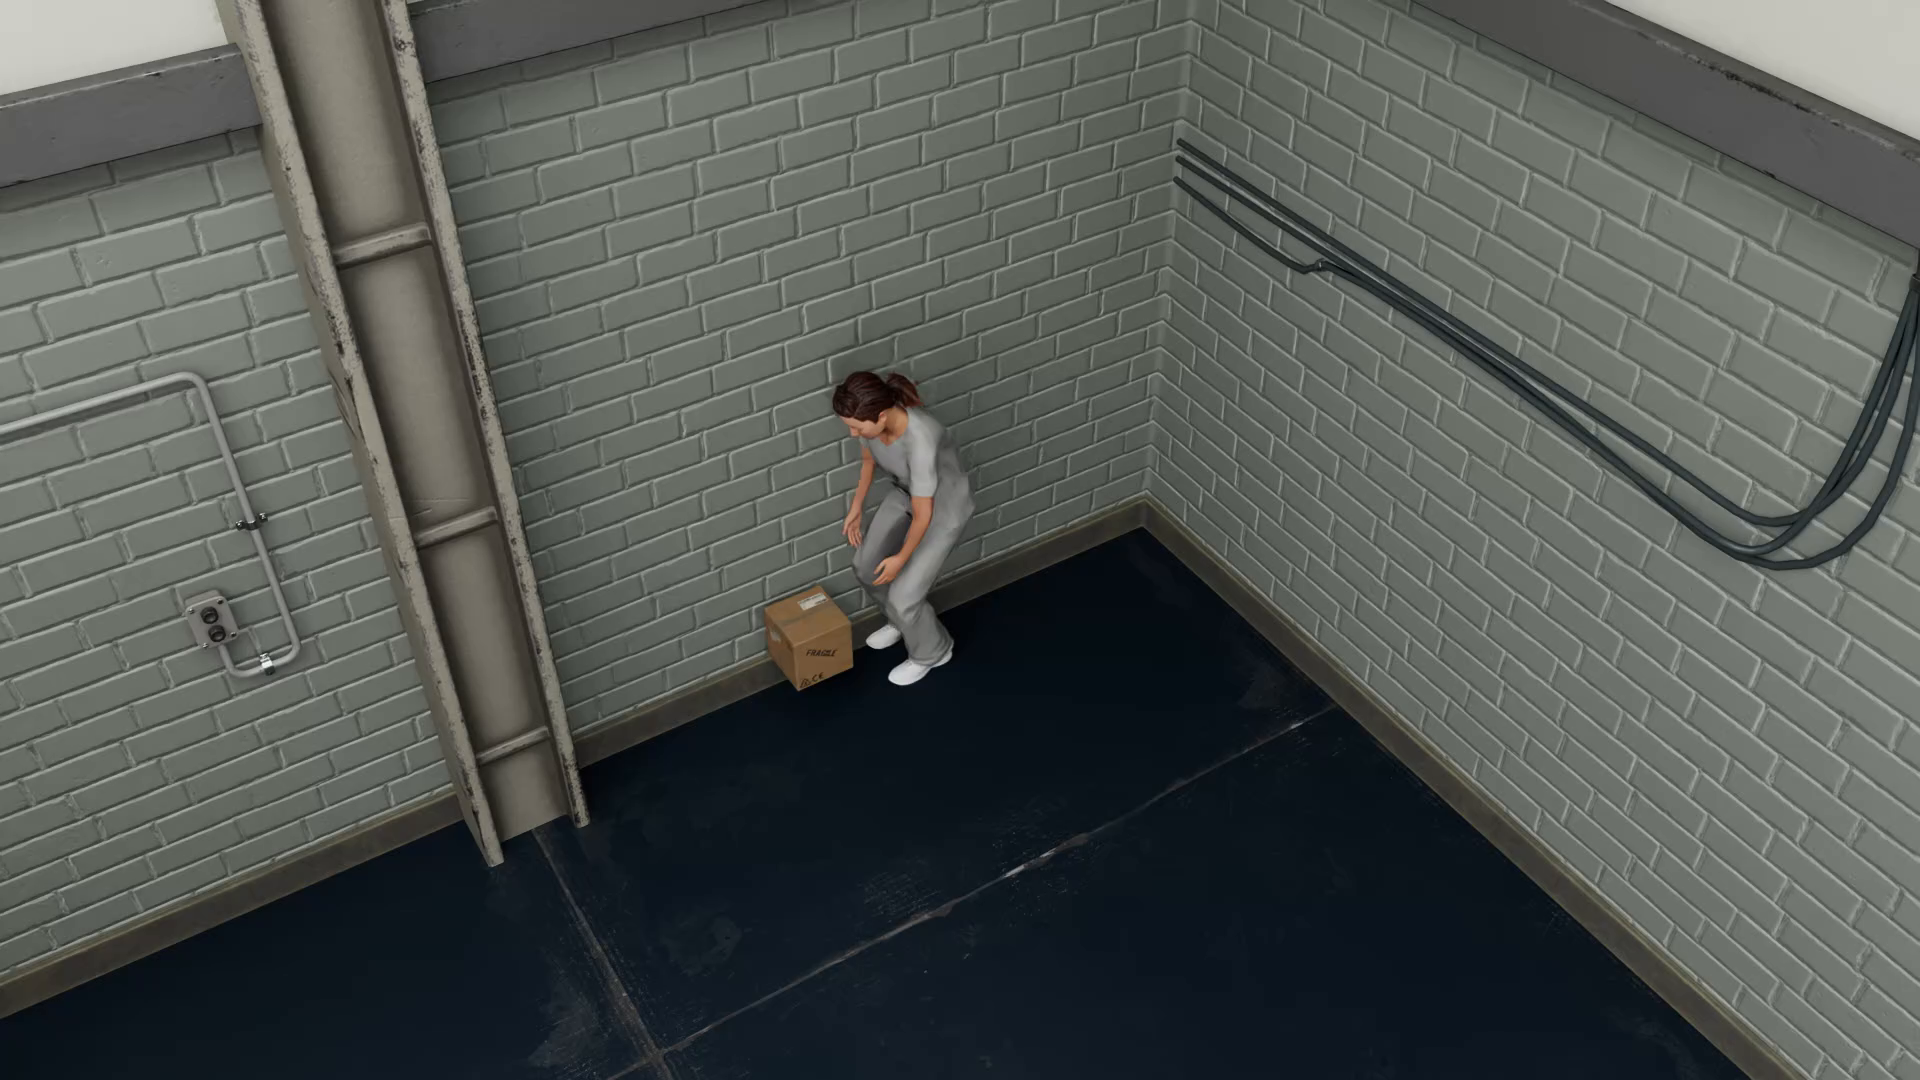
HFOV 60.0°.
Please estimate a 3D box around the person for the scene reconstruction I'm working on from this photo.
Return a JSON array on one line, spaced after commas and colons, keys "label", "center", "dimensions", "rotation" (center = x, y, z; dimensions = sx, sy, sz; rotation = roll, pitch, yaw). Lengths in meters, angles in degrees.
[{"label": "person", "center": [-0.205, -0.073, 6.389], "dimensions": [0.554, 1.493, 0.486], "rotation": [-22, 46, -24]}]
